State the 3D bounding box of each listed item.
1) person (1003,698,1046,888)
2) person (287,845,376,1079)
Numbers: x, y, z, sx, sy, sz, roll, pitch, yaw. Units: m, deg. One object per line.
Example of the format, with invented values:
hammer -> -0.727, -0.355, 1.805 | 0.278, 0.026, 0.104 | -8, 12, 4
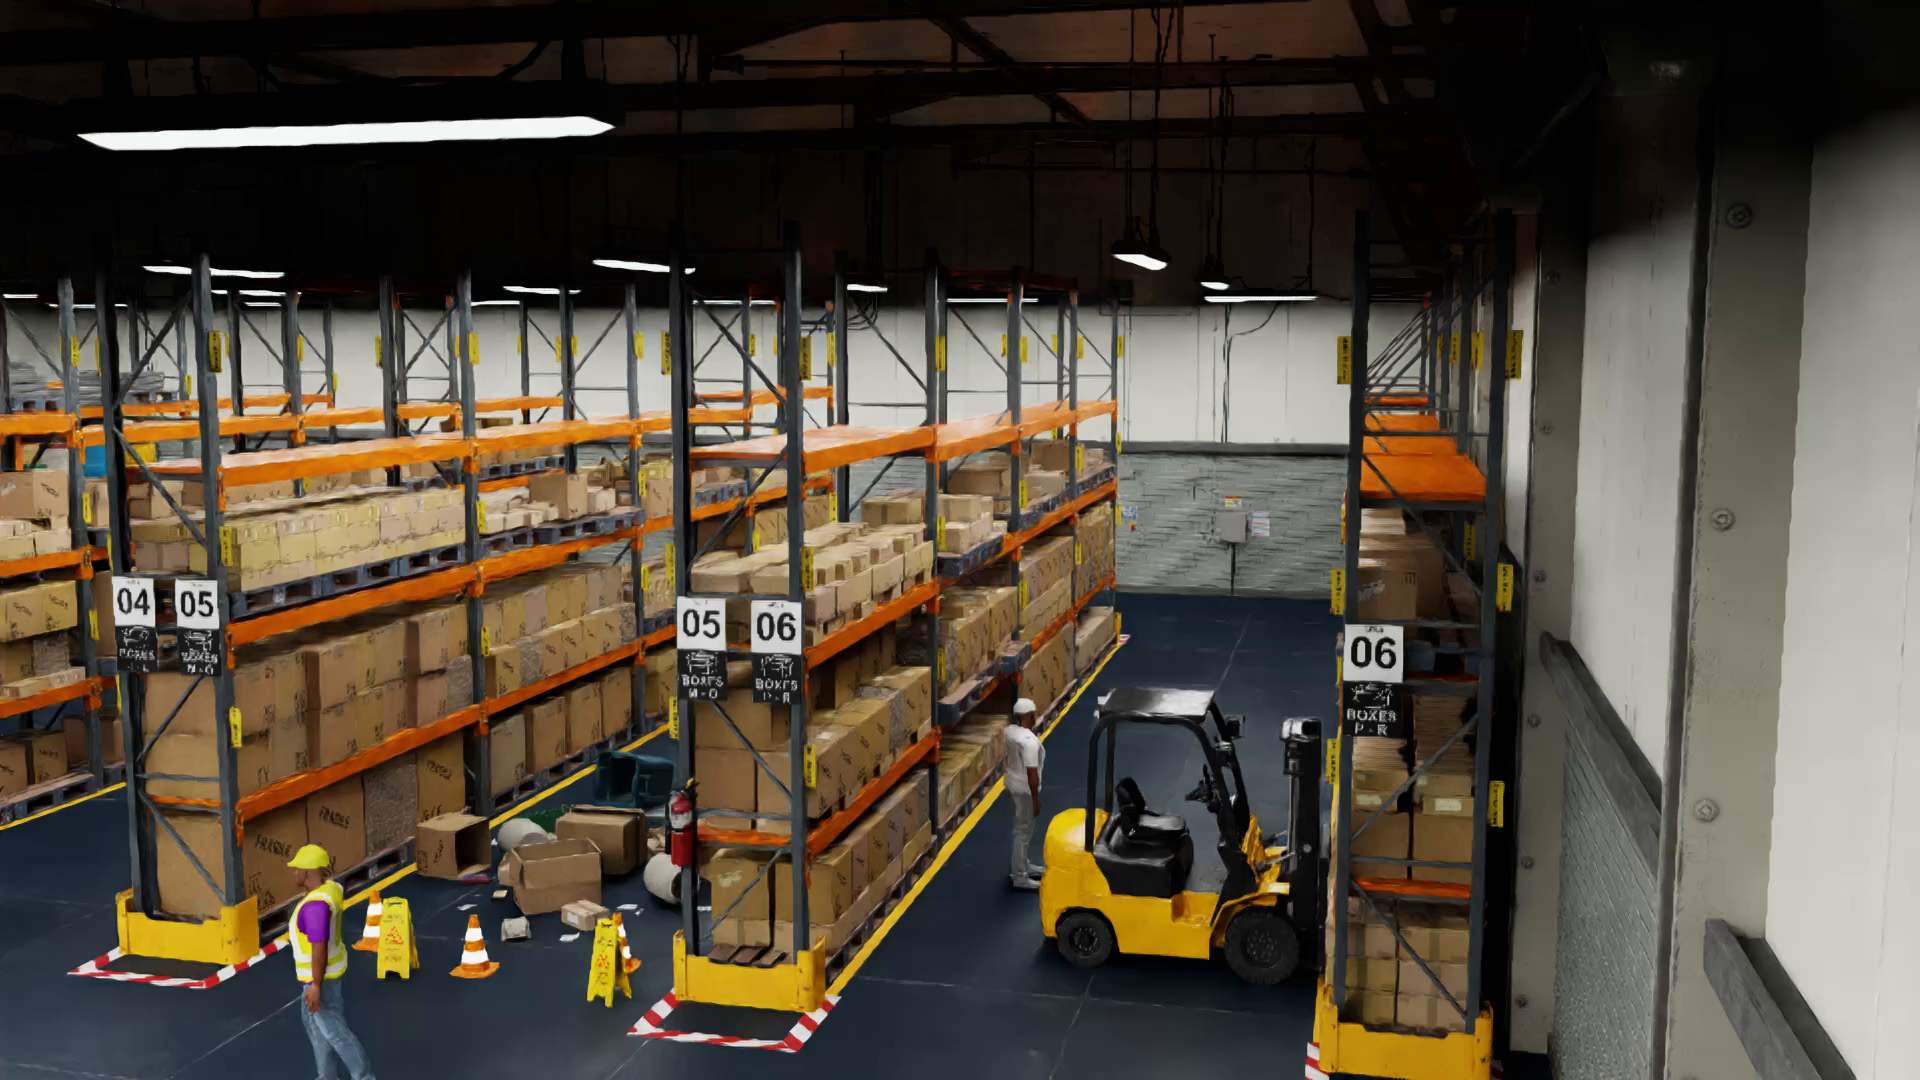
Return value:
person -> 0.650, 2.360, 15.739 | 0.447, 1.771, 0.632 | -2, 7, -18
person -> -4.277, 2.934, 11.302 | 0.550, 1.758, 0.662 | -2, 7, -14
